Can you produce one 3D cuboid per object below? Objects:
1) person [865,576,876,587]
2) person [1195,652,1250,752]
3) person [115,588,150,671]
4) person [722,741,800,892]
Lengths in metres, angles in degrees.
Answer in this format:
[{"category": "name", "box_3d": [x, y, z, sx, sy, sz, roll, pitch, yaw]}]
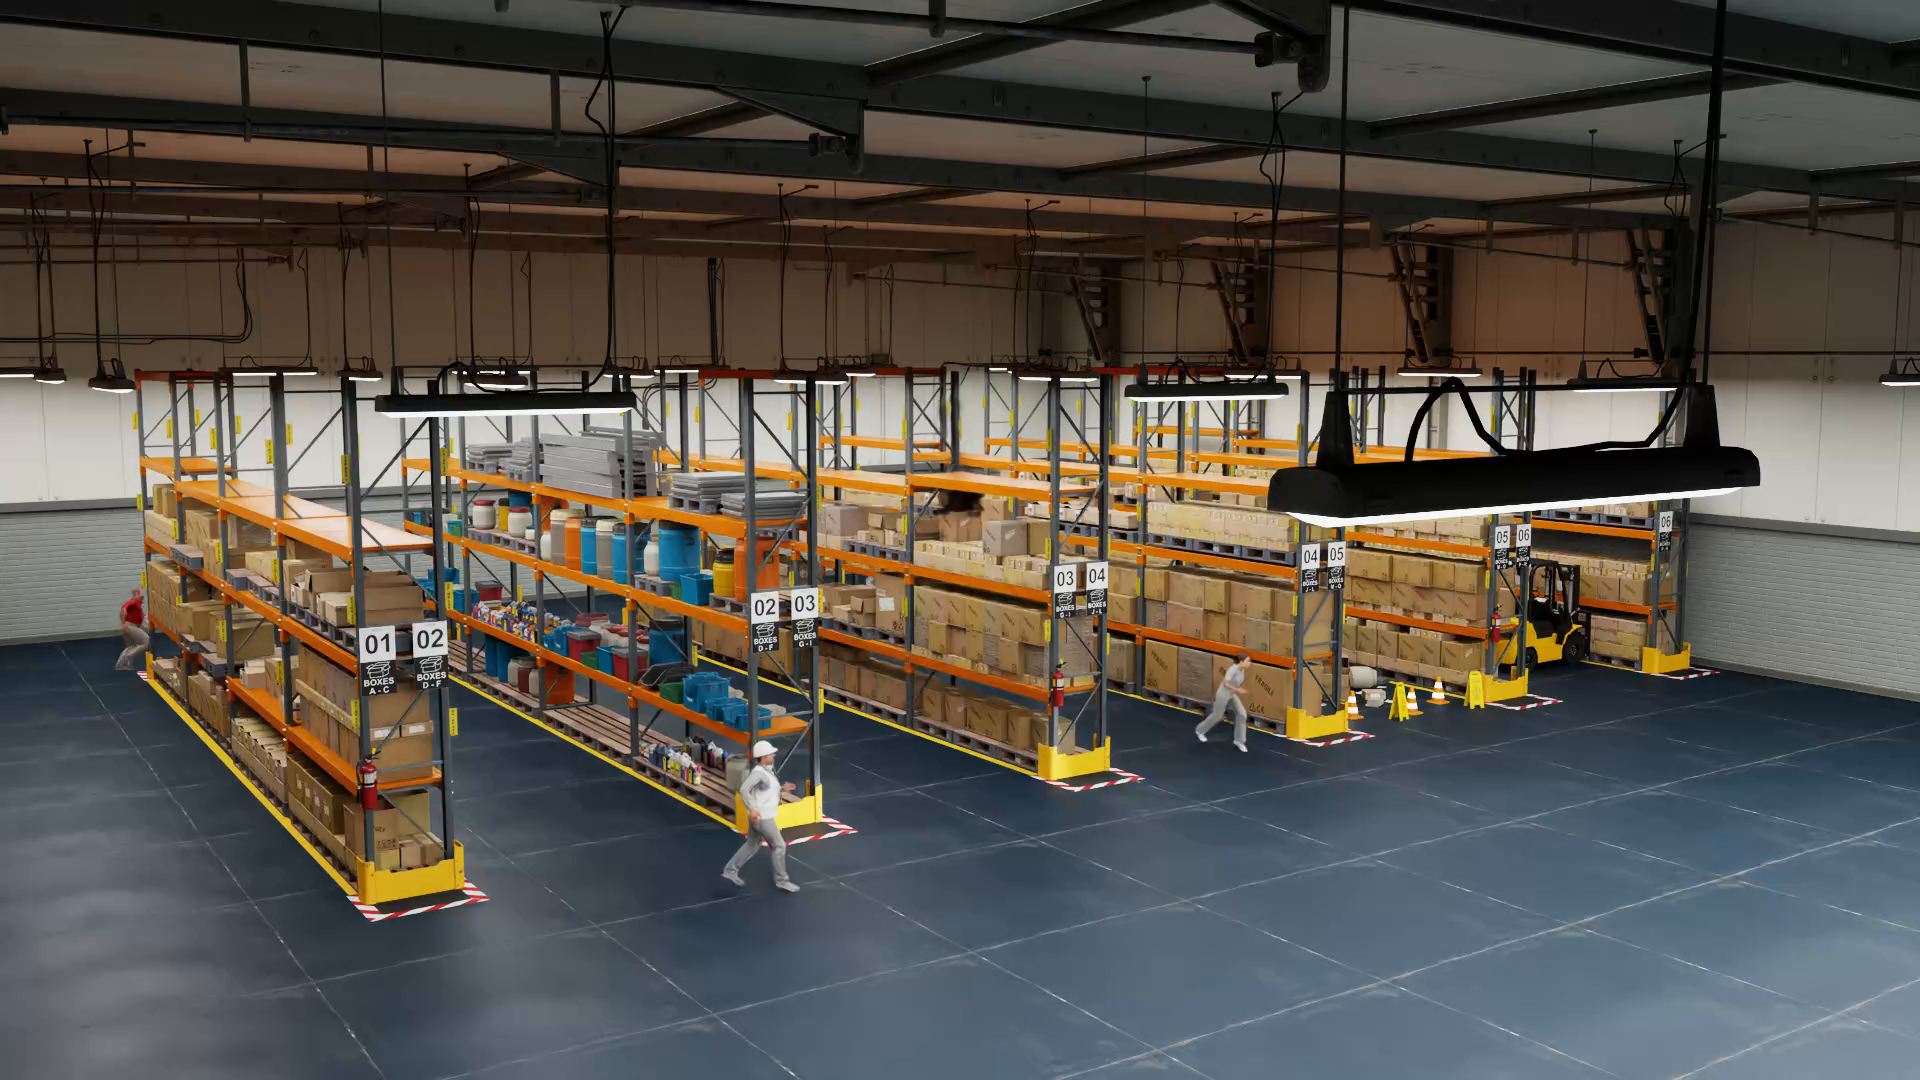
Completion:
[{"category": "person", "box_3d": [-2.128, 0.793, 41.950, 0.631, 1.663, 0.621, 1, 7, 10]}, {"category": "person", "box_3d": [4.218, 2.559, 26.679, 0.955, 1.626, 0.606, 4, 8, 34]}, {"category": "person", "box_3d": [-16.379, 1.762, 32.993, 0.791, 1.635, 0.616, -4, 8, -33]}, {"category": "person", "box_3d": [-2.336, 3.238, 19.452, 0.911, 1.802, 0.636, -1, 7, -9]}]
